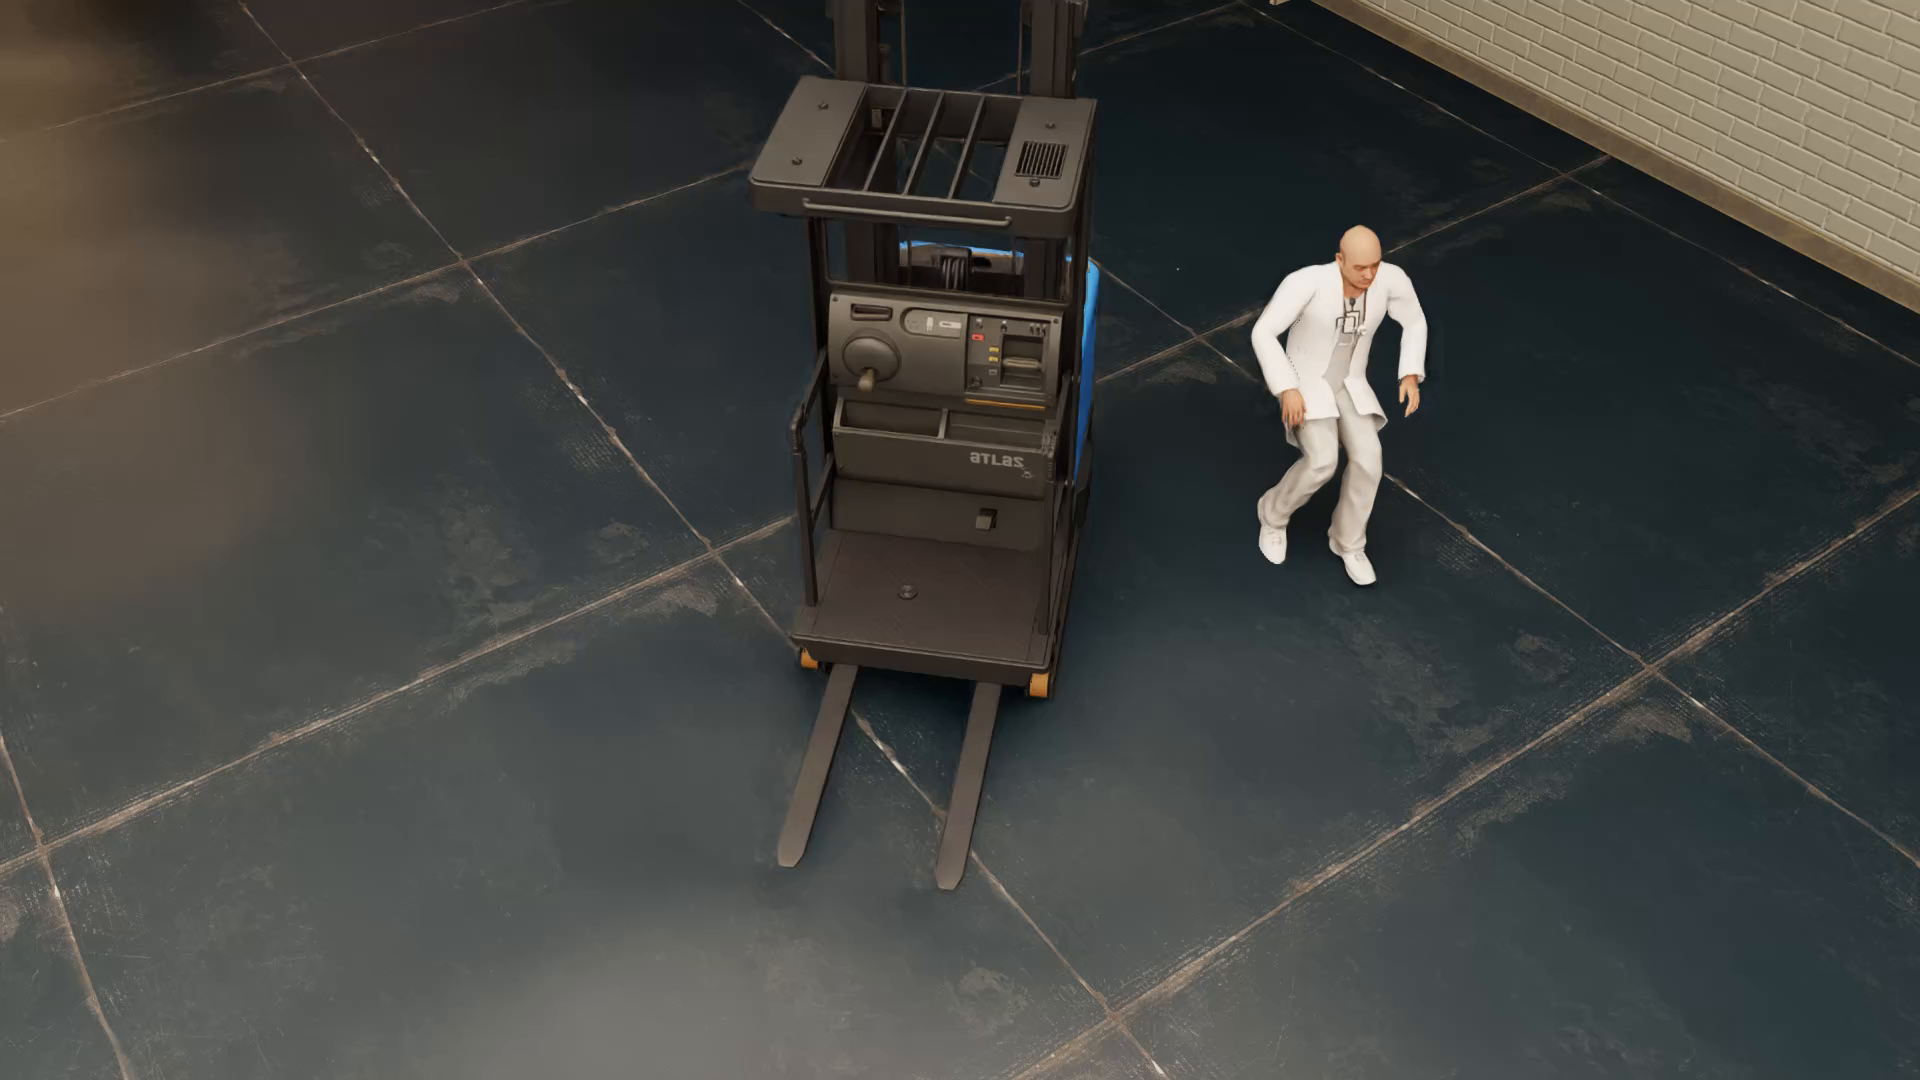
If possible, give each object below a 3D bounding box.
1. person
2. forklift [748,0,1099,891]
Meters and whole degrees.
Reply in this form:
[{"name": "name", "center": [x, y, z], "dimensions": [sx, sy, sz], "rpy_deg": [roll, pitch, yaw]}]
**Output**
[{"name": "person", "center": [1.760, -0.597, 7.450], "dimensions": [0.851, 1.551, 0.919], "rpy_deg": [-11, 44, -12]}, {"name": "forklift", "center": [-0.097, -0.669, 6.441], "dimensions": [1.130, 2.935, 3.031], "rpy_deg": [7, 43, 7]}]
